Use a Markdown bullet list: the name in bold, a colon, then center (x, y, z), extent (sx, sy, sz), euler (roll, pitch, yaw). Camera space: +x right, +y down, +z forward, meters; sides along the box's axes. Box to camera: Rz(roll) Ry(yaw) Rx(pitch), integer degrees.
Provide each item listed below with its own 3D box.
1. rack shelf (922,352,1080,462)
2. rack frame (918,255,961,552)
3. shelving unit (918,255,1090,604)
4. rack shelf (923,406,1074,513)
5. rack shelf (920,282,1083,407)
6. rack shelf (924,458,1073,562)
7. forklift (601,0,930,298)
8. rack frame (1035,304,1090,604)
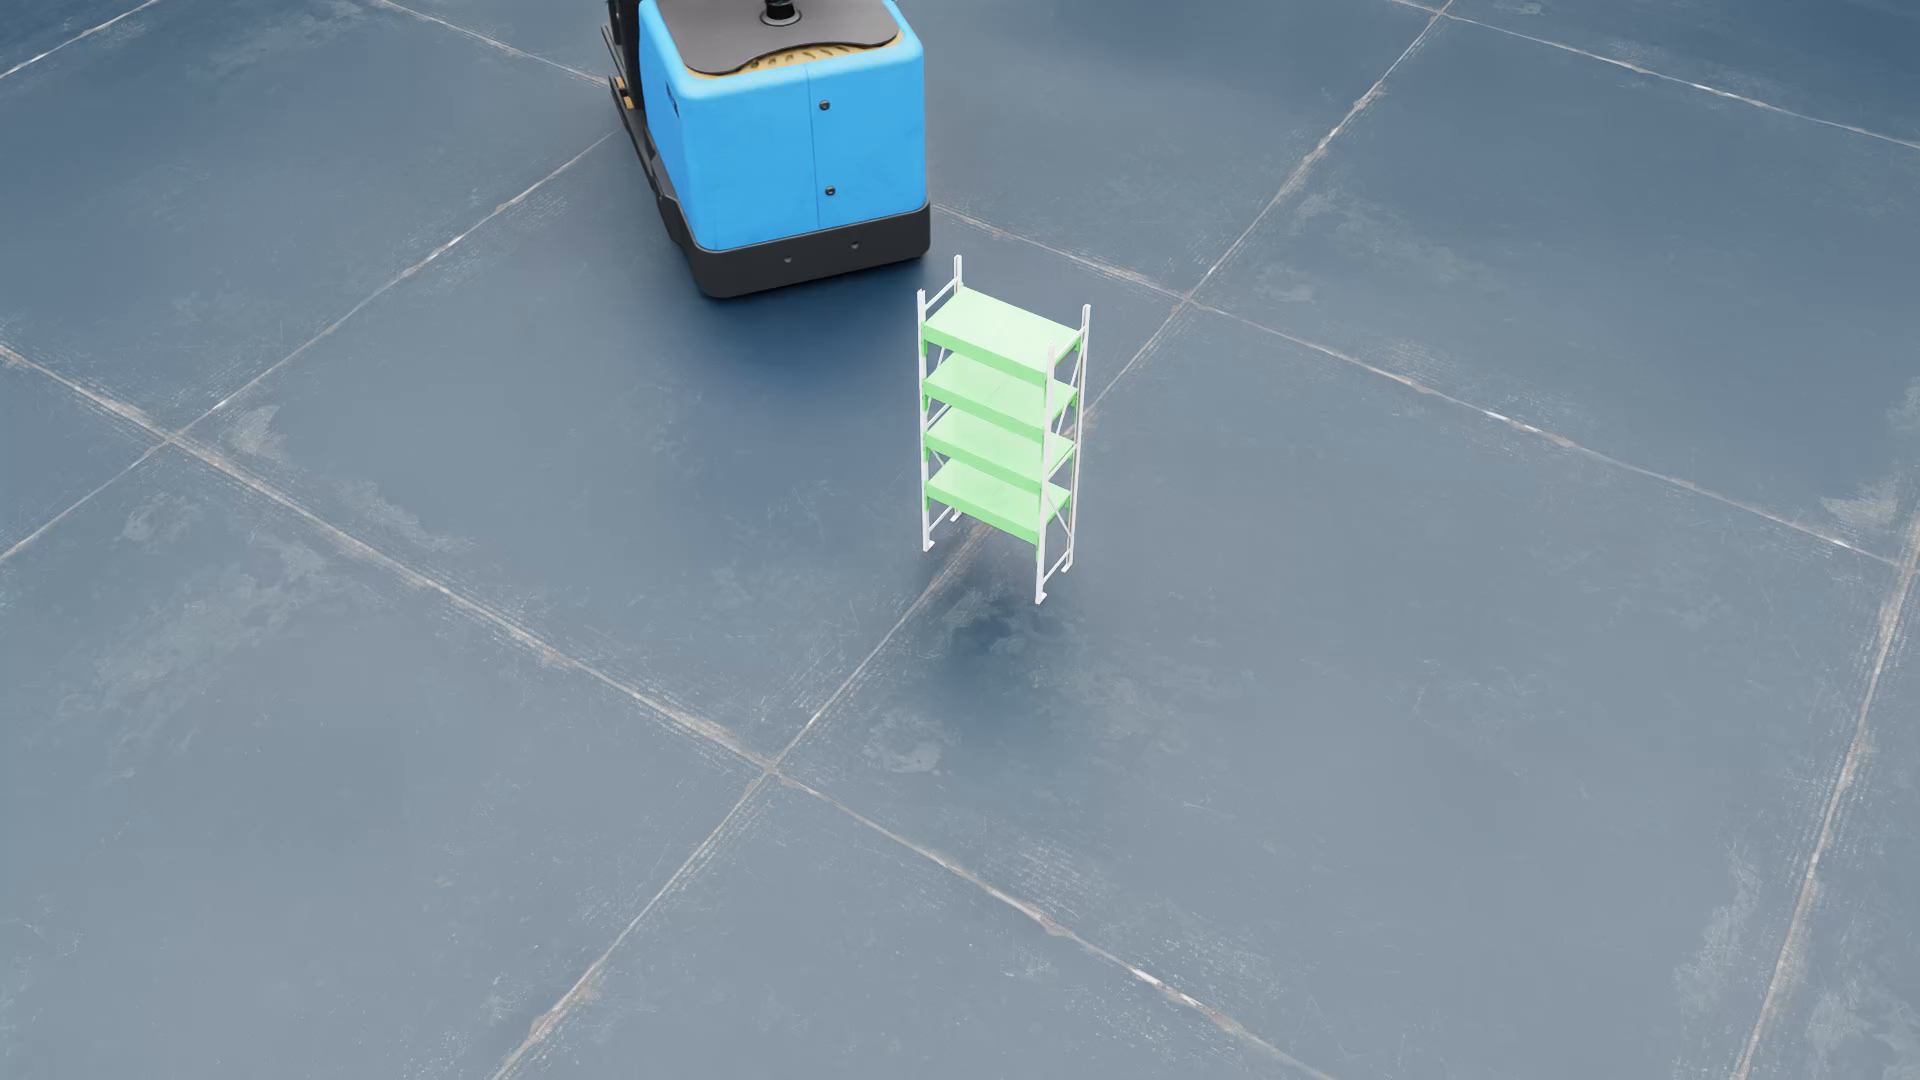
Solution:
- **rack shelf**: center (0.139, -0.477, 5.631), extent (0.480, 0.148, 0.258), euler (25, 51, 22)
- **rack frame**: center (-0.066, -0.449, 5.849), extent (0.015, 1.200, 0.240), euler (25, 51, 22)
- **shelving unit**: center (0.139, -0.354, 5.757), extent (0.503, 1.200, 0.258), euler (25, 51, 22)
- **rack shelf**: center (0.139, -0.310, 5.803), extent (0.480, 0.148, 0.258), euler (25, 51, 22)
- **rack shelf**: center (0.139, -0.644, 5.459), extent (0.480, 0.148, 0.258), euler (25, 51, 22)
- **rack shelf**: center (0.139, -0.142, 5.975), extent (0.480, 0.148, 0.258), euler (25, 51, 22)
- **forklift**: center (-1.110, -3.140, 7.257), extent (1.130, 2.935, 3.031), euler (-15, 48, -14)
- **rack frame**: center (0.345, -0.260, 5.666), extent (0.015, 1.200, 0.240), euler (25, 51, 22)
